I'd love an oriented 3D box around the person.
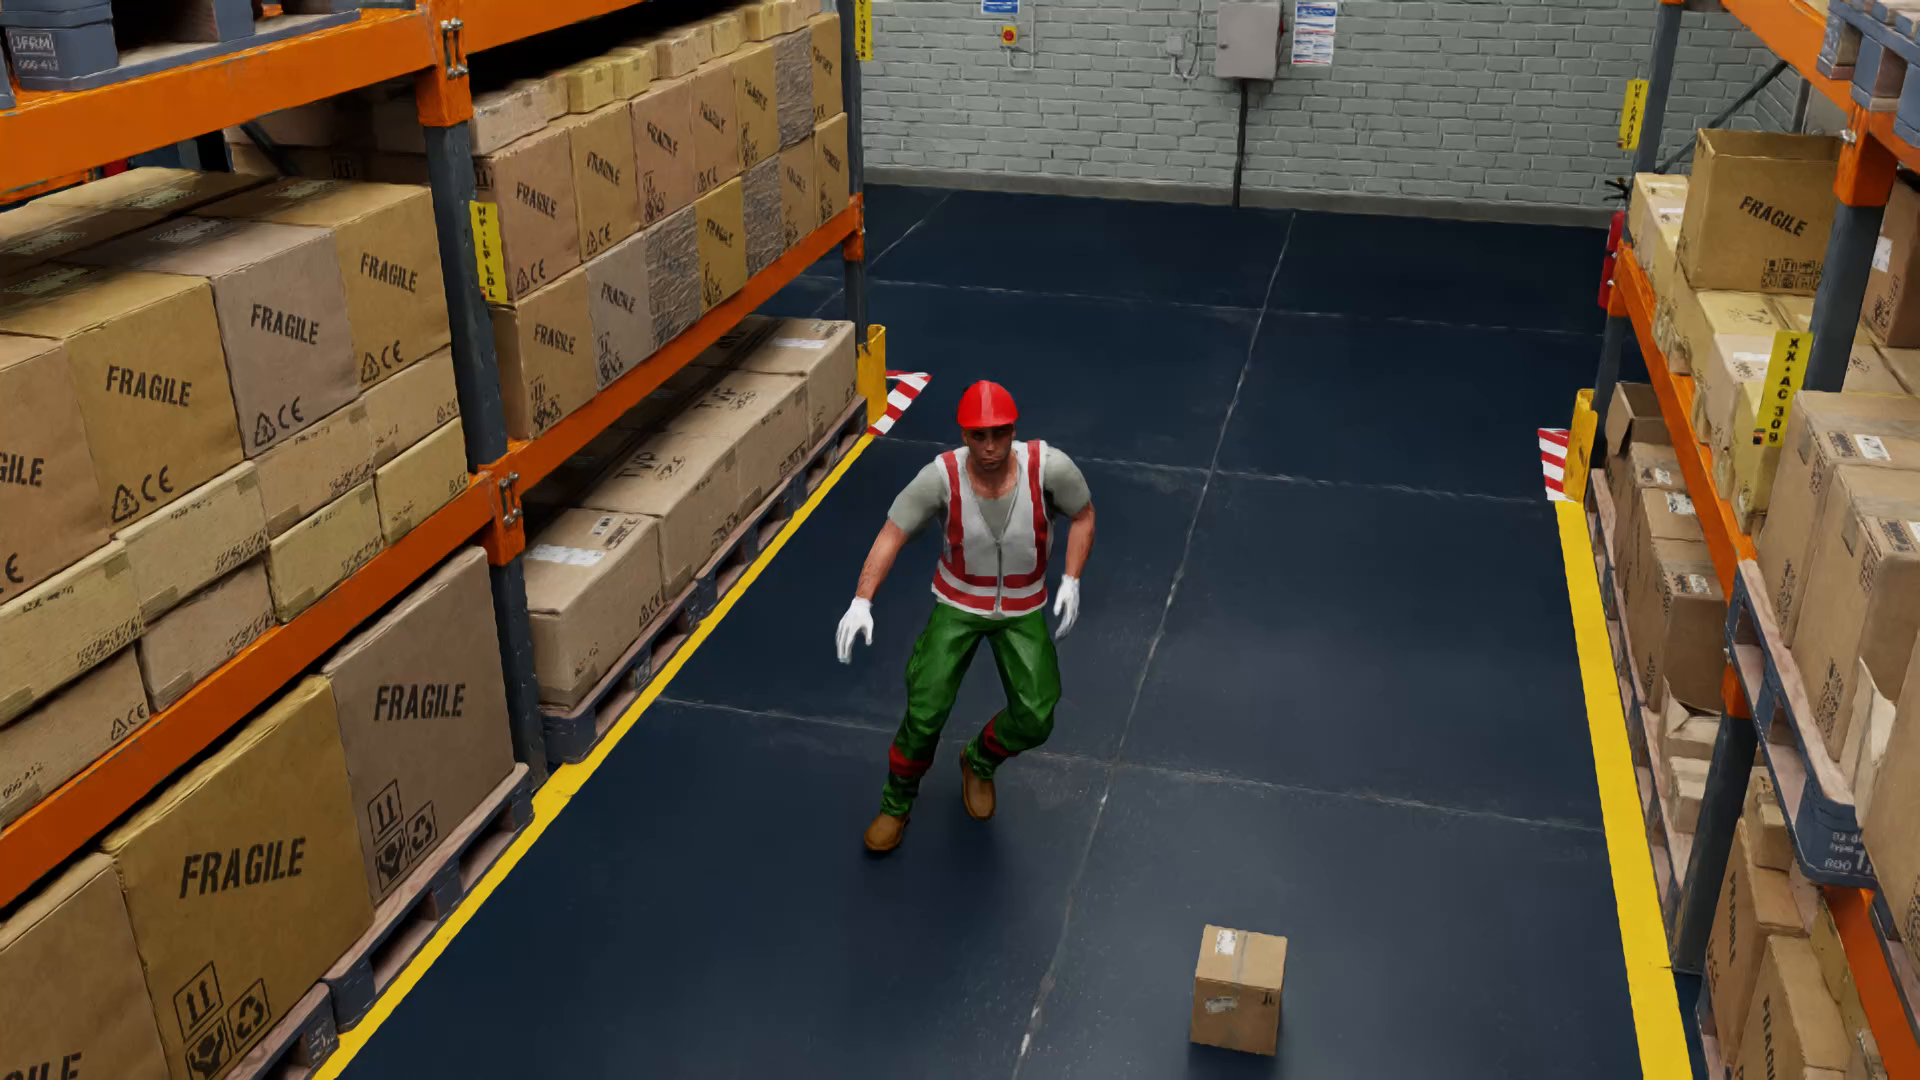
[{"bbox_3d":[0.020,0.243,5.703,0.923,1.679,0.496,-4,25,-9],"label":"person"}]
